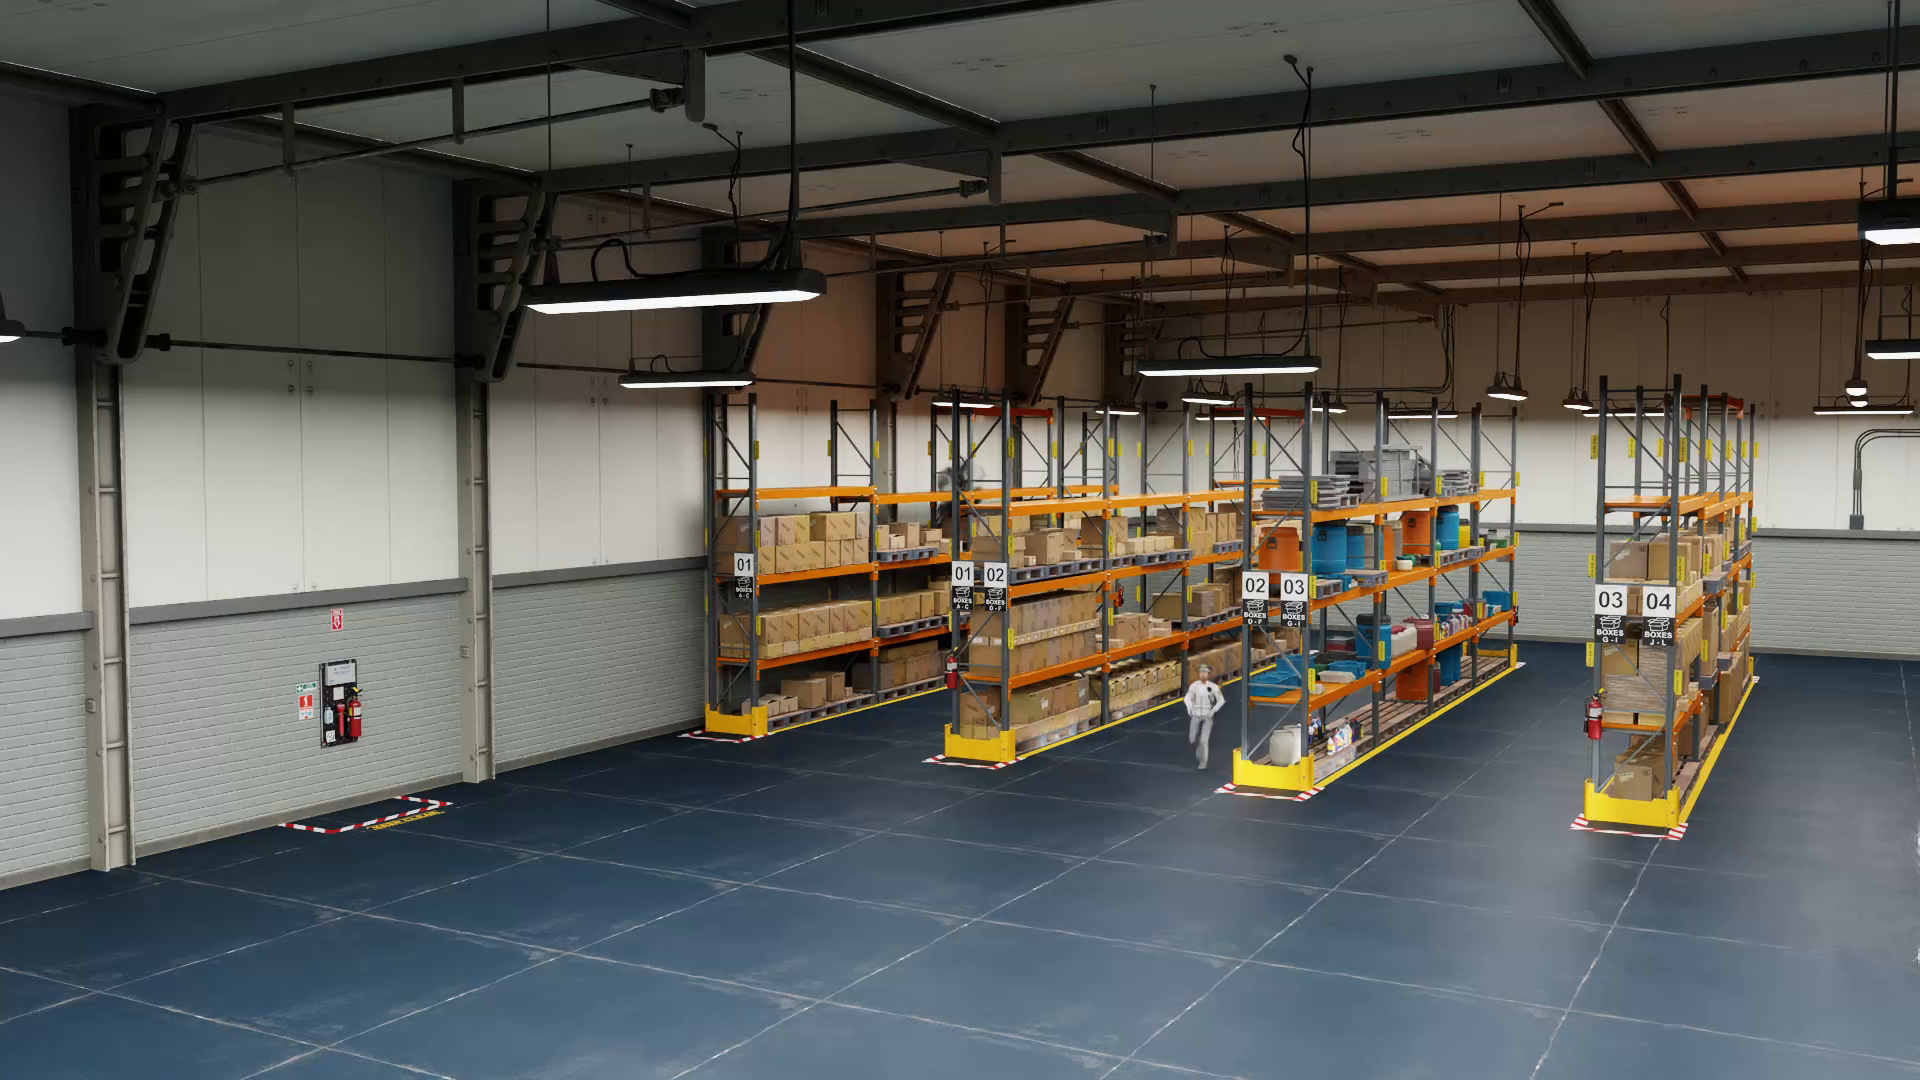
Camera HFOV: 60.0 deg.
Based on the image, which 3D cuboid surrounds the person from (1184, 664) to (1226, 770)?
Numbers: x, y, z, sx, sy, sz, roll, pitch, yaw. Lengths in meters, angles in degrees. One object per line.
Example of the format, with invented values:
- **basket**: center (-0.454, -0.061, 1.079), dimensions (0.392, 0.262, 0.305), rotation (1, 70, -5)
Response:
- **person**: center (3.855, 2.763, 26.227), dimensions (0.656, 1.645, 0.598), rotation (1, 3, 20)
